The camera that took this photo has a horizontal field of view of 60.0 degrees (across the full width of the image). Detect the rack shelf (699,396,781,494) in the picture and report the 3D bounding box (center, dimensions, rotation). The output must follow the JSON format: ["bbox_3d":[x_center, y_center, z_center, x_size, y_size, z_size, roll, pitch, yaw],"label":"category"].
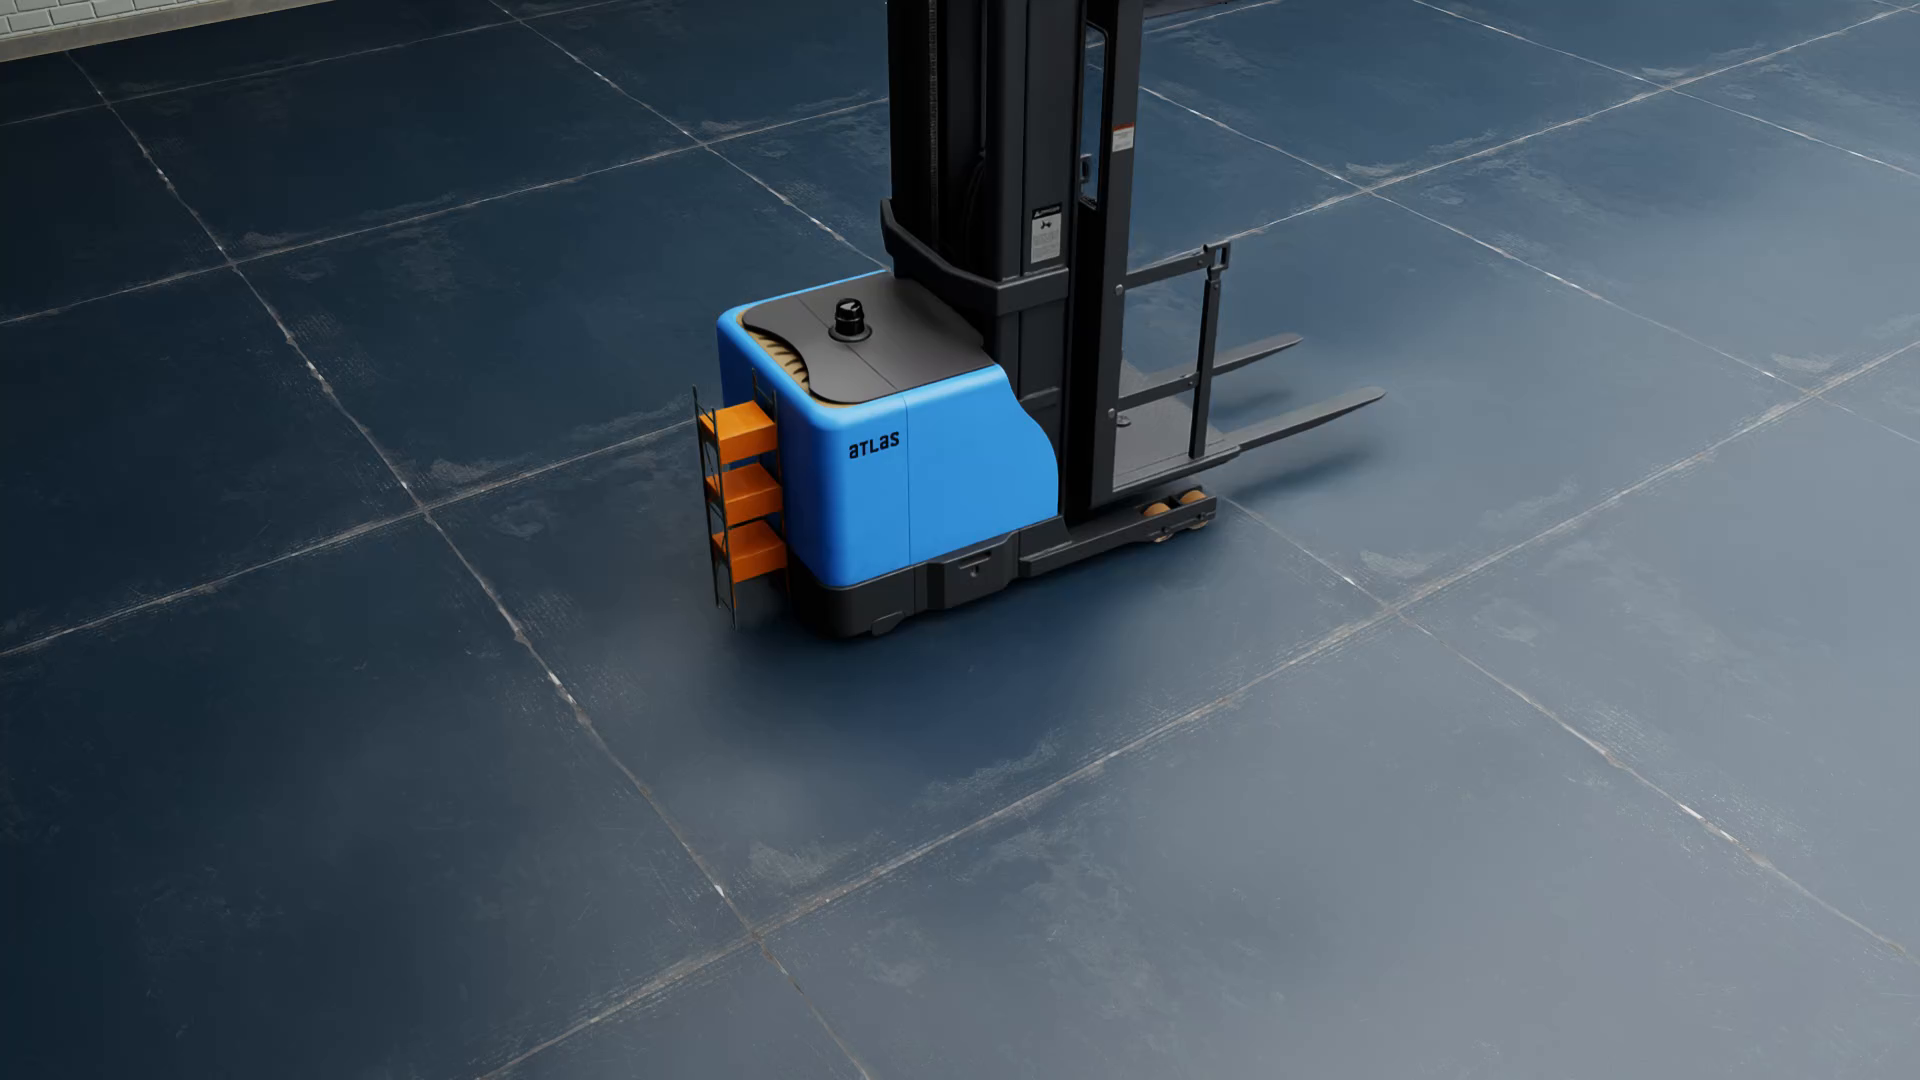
[{"bbox_3d":[-0.849,-0.366,6.392,0.240,0.259,0.215,-19,40,-24],"label":"rack shelf"}]

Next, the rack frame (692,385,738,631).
[{"bbox_3d":[-0.955,-0.109,6.502,0.008,1.050,0.200,-19,40,-24],"label":"rack frame"}]

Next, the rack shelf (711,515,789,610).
[{"bbox_3d":[-0.849,0.090,6.720,0.240,0.259,0.215,-19,40,-24],"label":"rack shelf"}]

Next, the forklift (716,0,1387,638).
[{"bbox_3d":[0.537,-1.430,6.728,3.031,2.935,1.130,-19,40,-24],"label":"forklift"}]

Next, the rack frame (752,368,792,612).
[{"bbox_3d":[-0.744,-0.180,6.601,0.008,1.050,0.200,-19,40,-24],"label":"rack frame"}]

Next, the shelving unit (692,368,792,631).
[{"bbox_3d":[-0.849,-0.144,6.552,0.252,1.050,0.215,-19,40,-24],"label":"shelving unit"}]

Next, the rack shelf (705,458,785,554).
[{"bbox_3d":[-0.849,-0.136,6.558,0.240,0.259,0.215,-19,40,-24],"label":"rack shelf"}]
